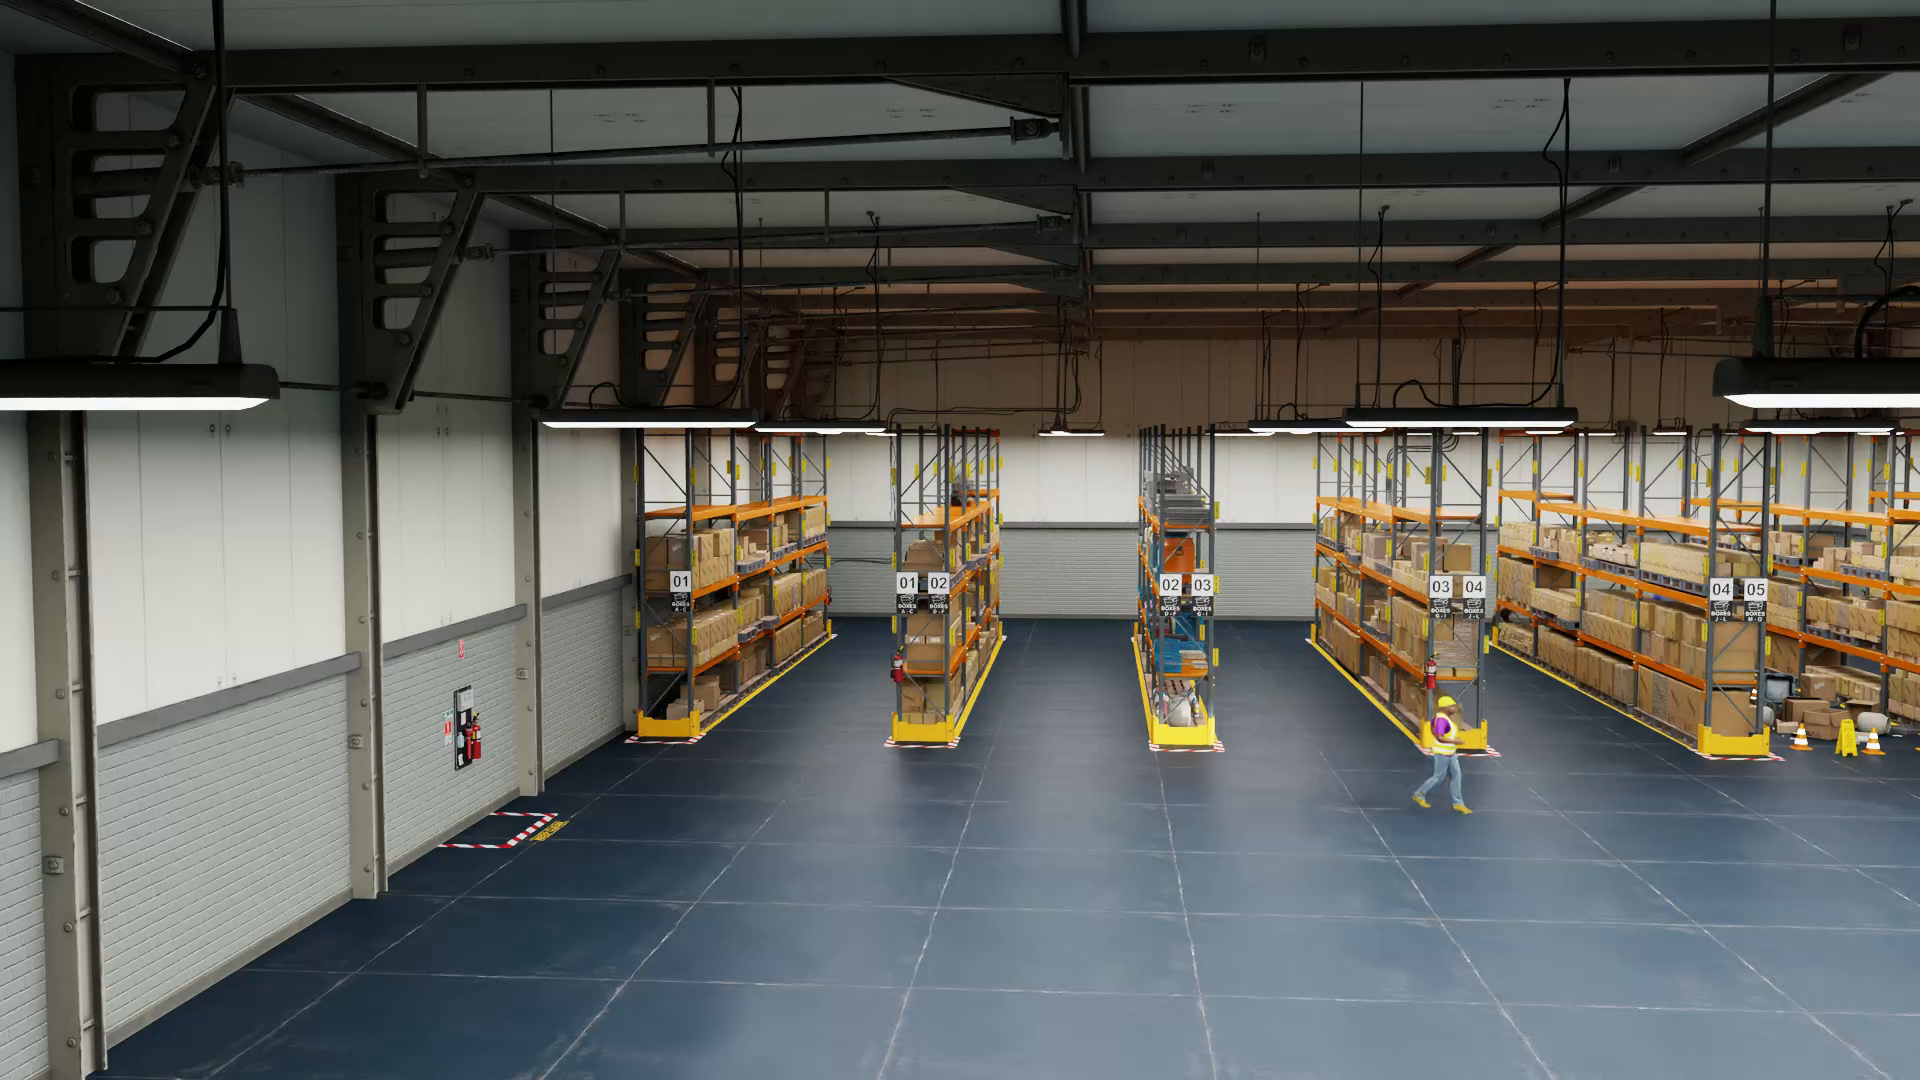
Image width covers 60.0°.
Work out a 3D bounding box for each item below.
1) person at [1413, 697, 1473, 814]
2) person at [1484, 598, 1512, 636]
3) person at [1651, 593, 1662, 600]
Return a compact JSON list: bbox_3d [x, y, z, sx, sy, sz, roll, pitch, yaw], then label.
[{"bbox_3d":[7.392,3.283,25.440,0.893,1.789,0.686,2,4,30],"label":"person"},{"bbox_3d":[15.452,1.935,47.575,1.011,1.737,0.757,3,4,39],"label":"person"},{"bbox_3d":[19.696,2.056,47.279,0.502,1.580,0.612,0,4,8],"label":"person"}]
